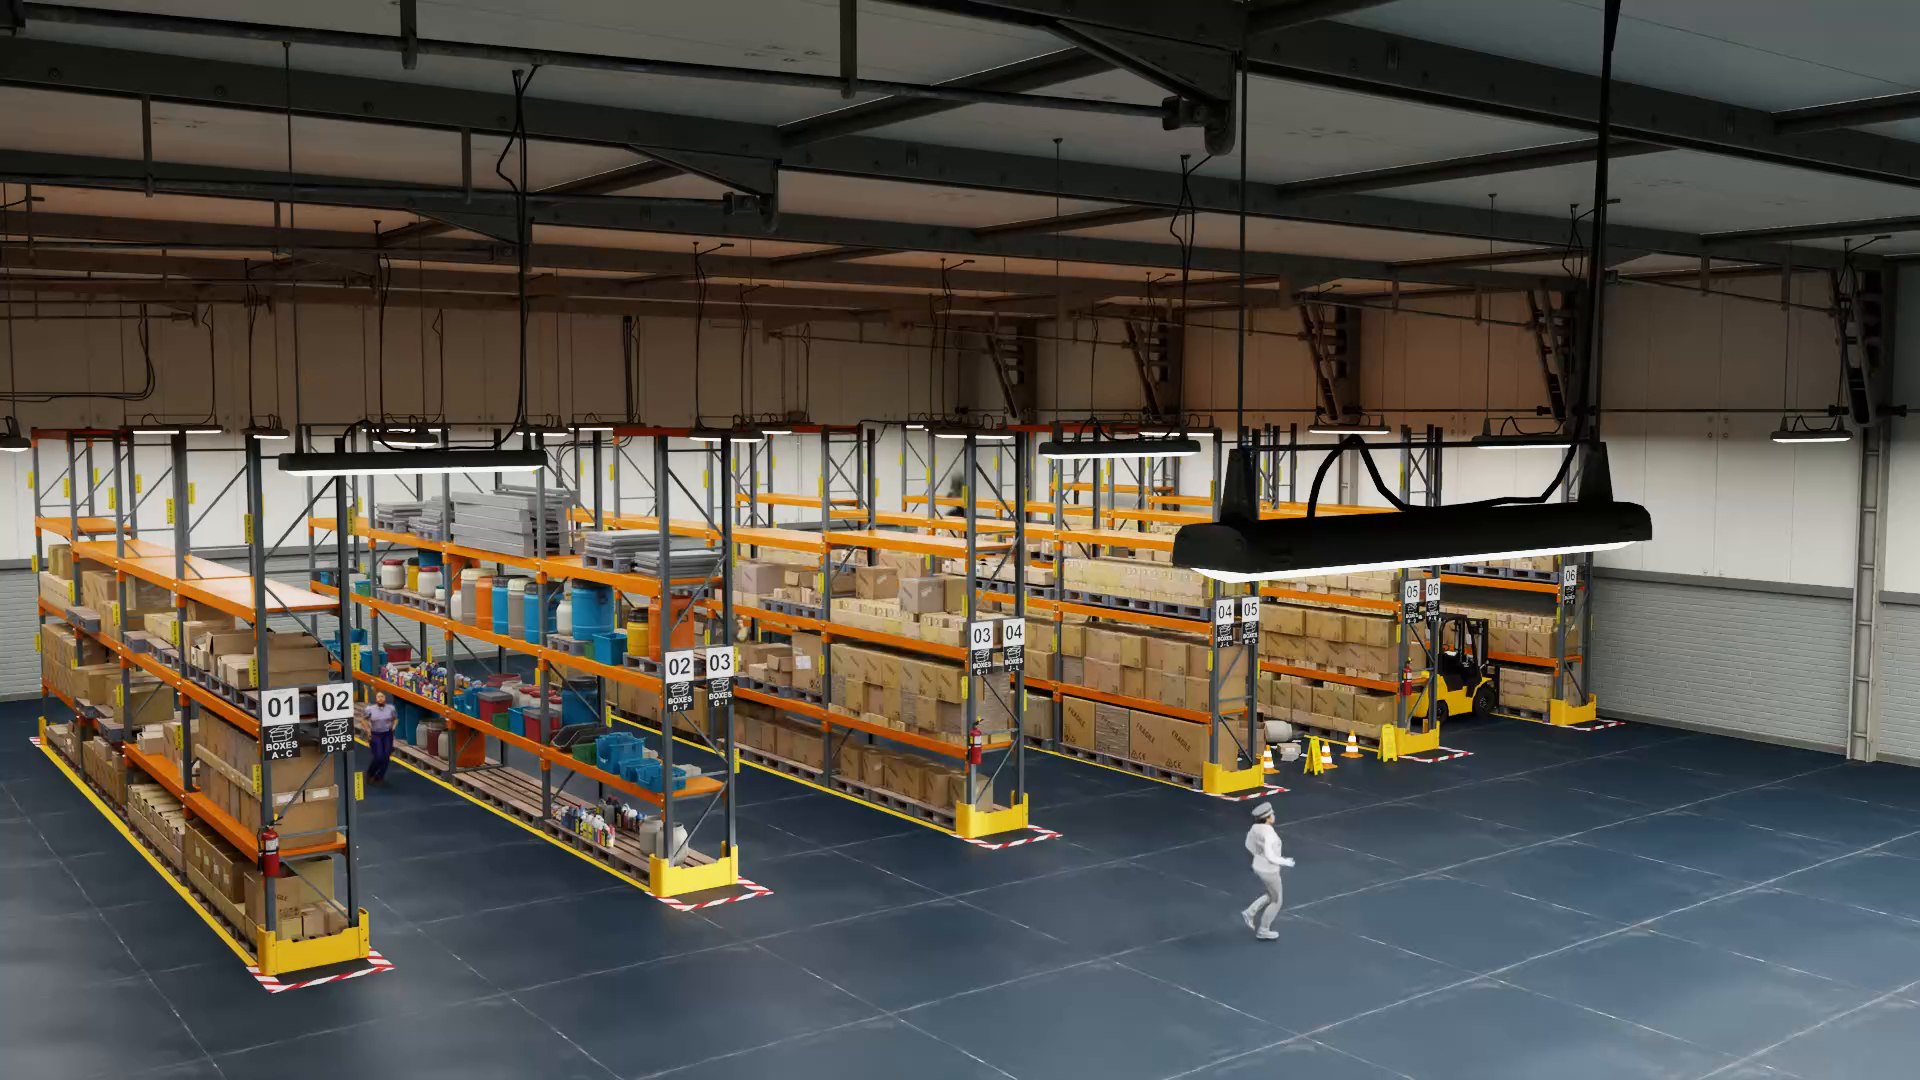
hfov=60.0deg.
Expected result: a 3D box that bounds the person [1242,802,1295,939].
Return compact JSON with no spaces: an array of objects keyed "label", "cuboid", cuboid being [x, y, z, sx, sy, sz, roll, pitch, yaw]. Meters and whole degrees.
[{"label":"person","cuboid":[3.679,3.943,19.872,0.566,1.650,0.610,-1,5,-12]}]

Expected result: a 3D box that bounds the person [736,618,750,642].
[{"label":"person","cuboid":[-4.956,2.566,37.681,0.604,1.627,0.656,-3,5,-33]}]

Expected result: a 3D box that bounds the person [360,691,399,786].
[{"label":"person","cuboid":[-9.697,3.332,27.916,0.588,1.613,0.574,-3,5,-35]}]

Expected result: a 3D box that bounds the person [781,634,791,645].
[{"label":"person","cuboid":[-4.238,2.260,41.675,0.735,1.682,0.632,3,5,32]}]
